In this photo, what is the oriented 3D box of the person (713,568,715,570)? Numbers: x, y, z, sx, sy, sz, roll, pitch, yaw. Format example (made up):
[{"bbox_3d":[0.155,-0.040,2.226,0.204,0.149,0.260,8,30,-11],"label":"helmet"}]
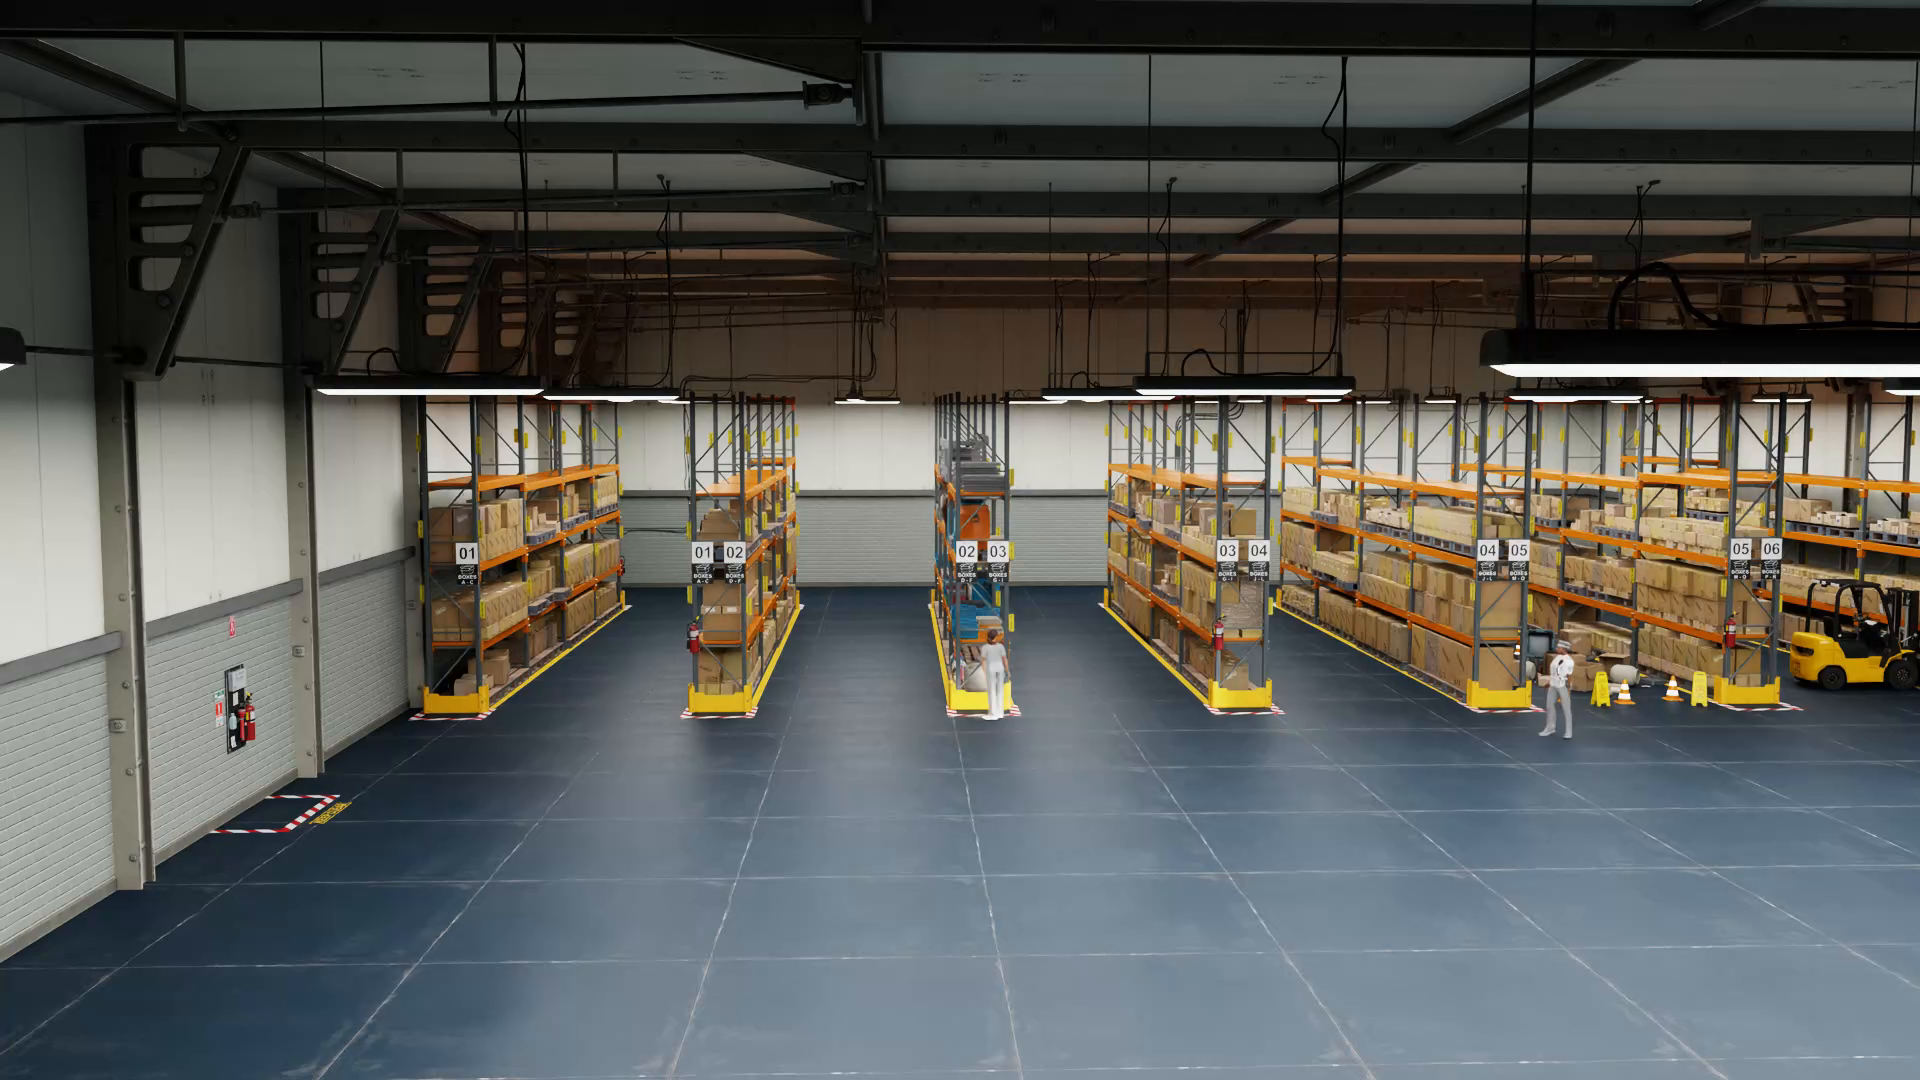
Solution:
[{"bbox_3d":[-6.898,1.197,46.177,0.611,1.707,0.833,0,5,3],"label":"person"}]

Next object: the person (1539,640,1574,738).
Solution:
[{"bbox_3d":[10.362,2.571,28.846,0.419,1.706,0.626,-2,5,-29],"label":"person"}]

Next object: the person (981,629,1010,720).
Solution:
[{"bbox_3d":[0.659,2.466,30.473,0.544,1.672,0.409,-1,5,-13],"label":"person"}]
